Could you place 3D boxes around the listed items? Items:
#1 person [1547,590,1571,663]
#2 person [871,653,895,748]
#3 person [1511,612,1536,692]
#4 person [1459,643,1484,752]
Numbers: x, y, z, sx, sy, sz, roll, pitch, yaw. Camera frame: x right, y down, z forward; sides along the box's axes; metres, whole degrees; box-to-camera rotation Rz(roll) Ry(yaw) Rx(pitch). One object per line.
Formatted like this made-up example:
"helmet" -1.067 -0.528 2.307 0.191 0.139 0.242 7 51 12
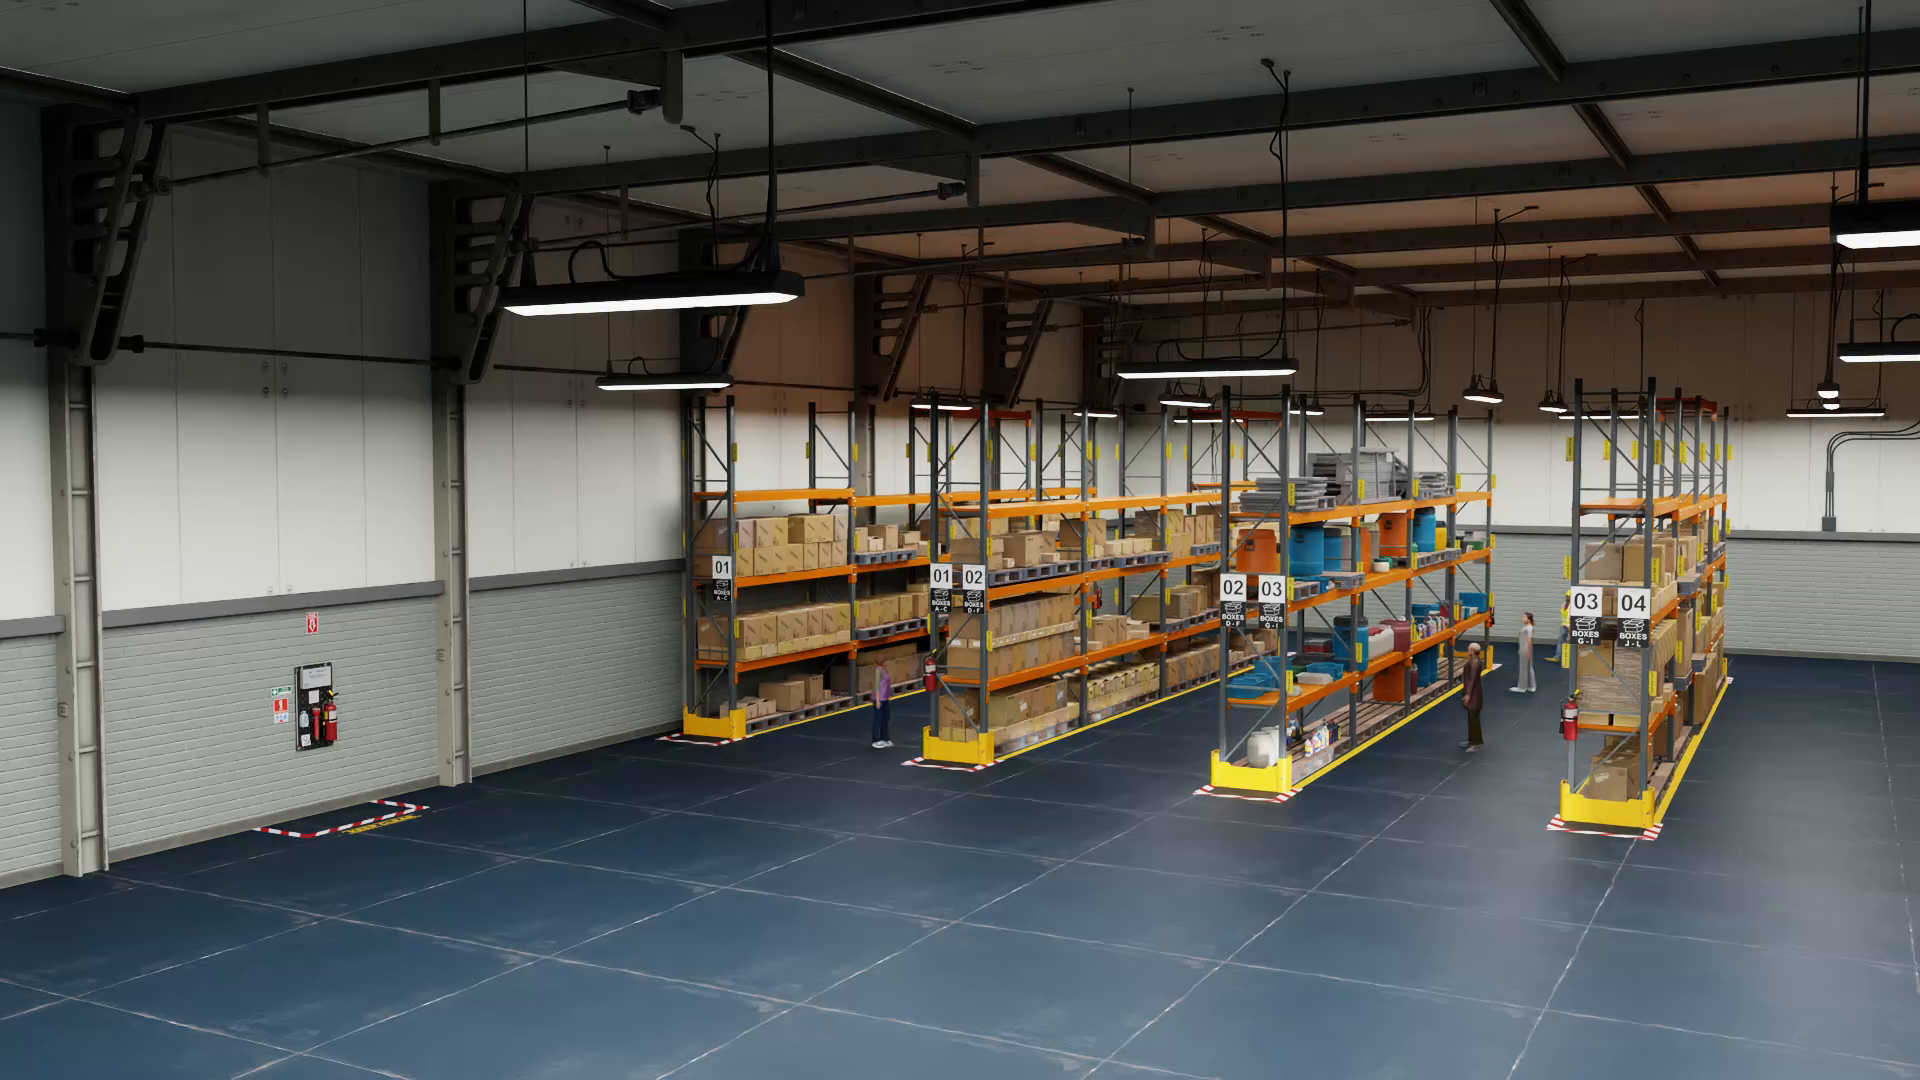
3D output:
"person" 14.497 2.054 39.536 1.022 1.737 0.591 -1 3 -16
"person" -1.323 2.741 28.222 0.356 1.644 0.470 1 3 17
"person" 11.812 2.336 34.780 0.477 1.670 0.455 2 3 28
"person" 8.635 2.650 28.057 0.386 1.835 0.581 0 3 7
